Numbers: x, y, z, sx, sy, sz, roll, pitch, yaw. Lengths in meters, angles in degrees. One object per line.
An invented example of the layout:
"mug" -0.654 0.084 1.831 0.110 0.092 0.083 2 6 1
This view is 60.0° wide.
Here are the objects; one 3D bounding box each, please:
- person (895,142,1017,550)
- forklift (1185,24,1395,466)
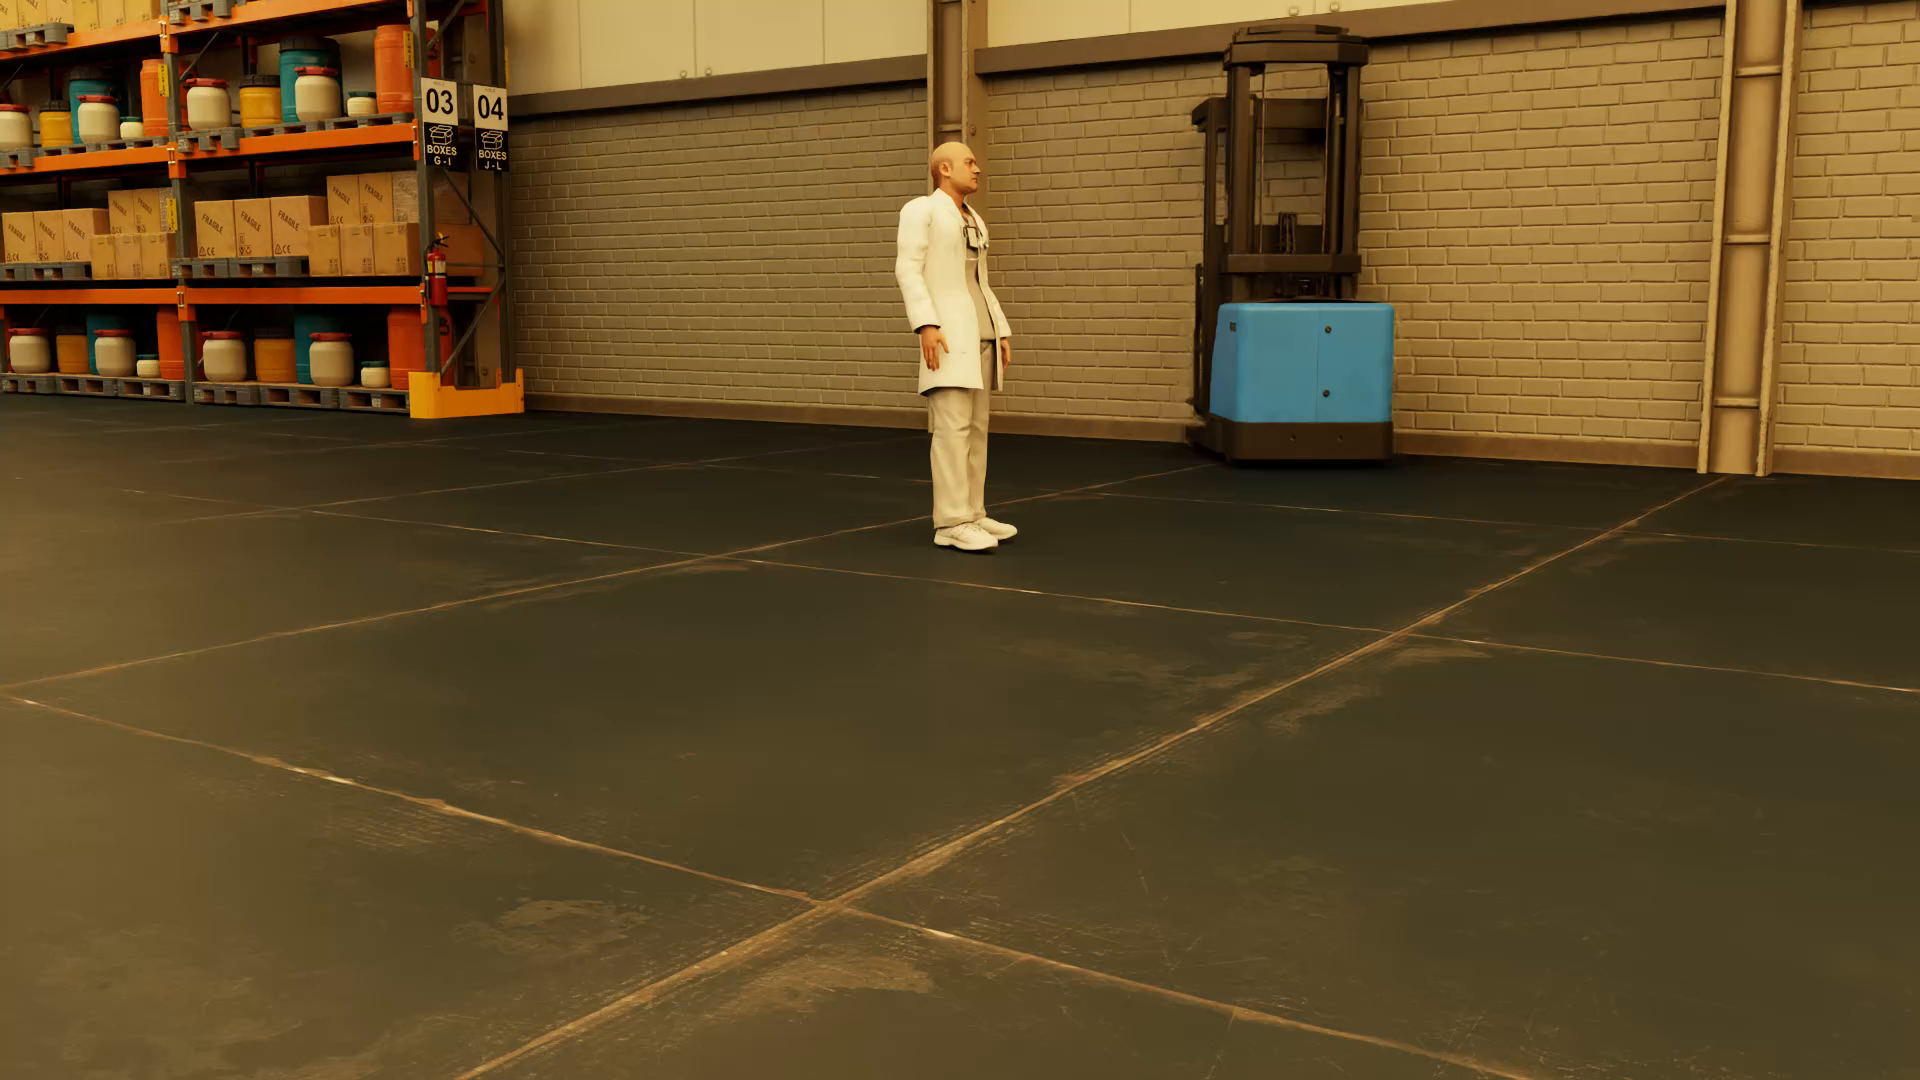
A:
"person" 0.072 -0.879 7.423 0.581 1.775 0.696 5 10 34
"forklift" 2.270 -2.113 12.051 1.130 2.935 3.031 0 8 -1
